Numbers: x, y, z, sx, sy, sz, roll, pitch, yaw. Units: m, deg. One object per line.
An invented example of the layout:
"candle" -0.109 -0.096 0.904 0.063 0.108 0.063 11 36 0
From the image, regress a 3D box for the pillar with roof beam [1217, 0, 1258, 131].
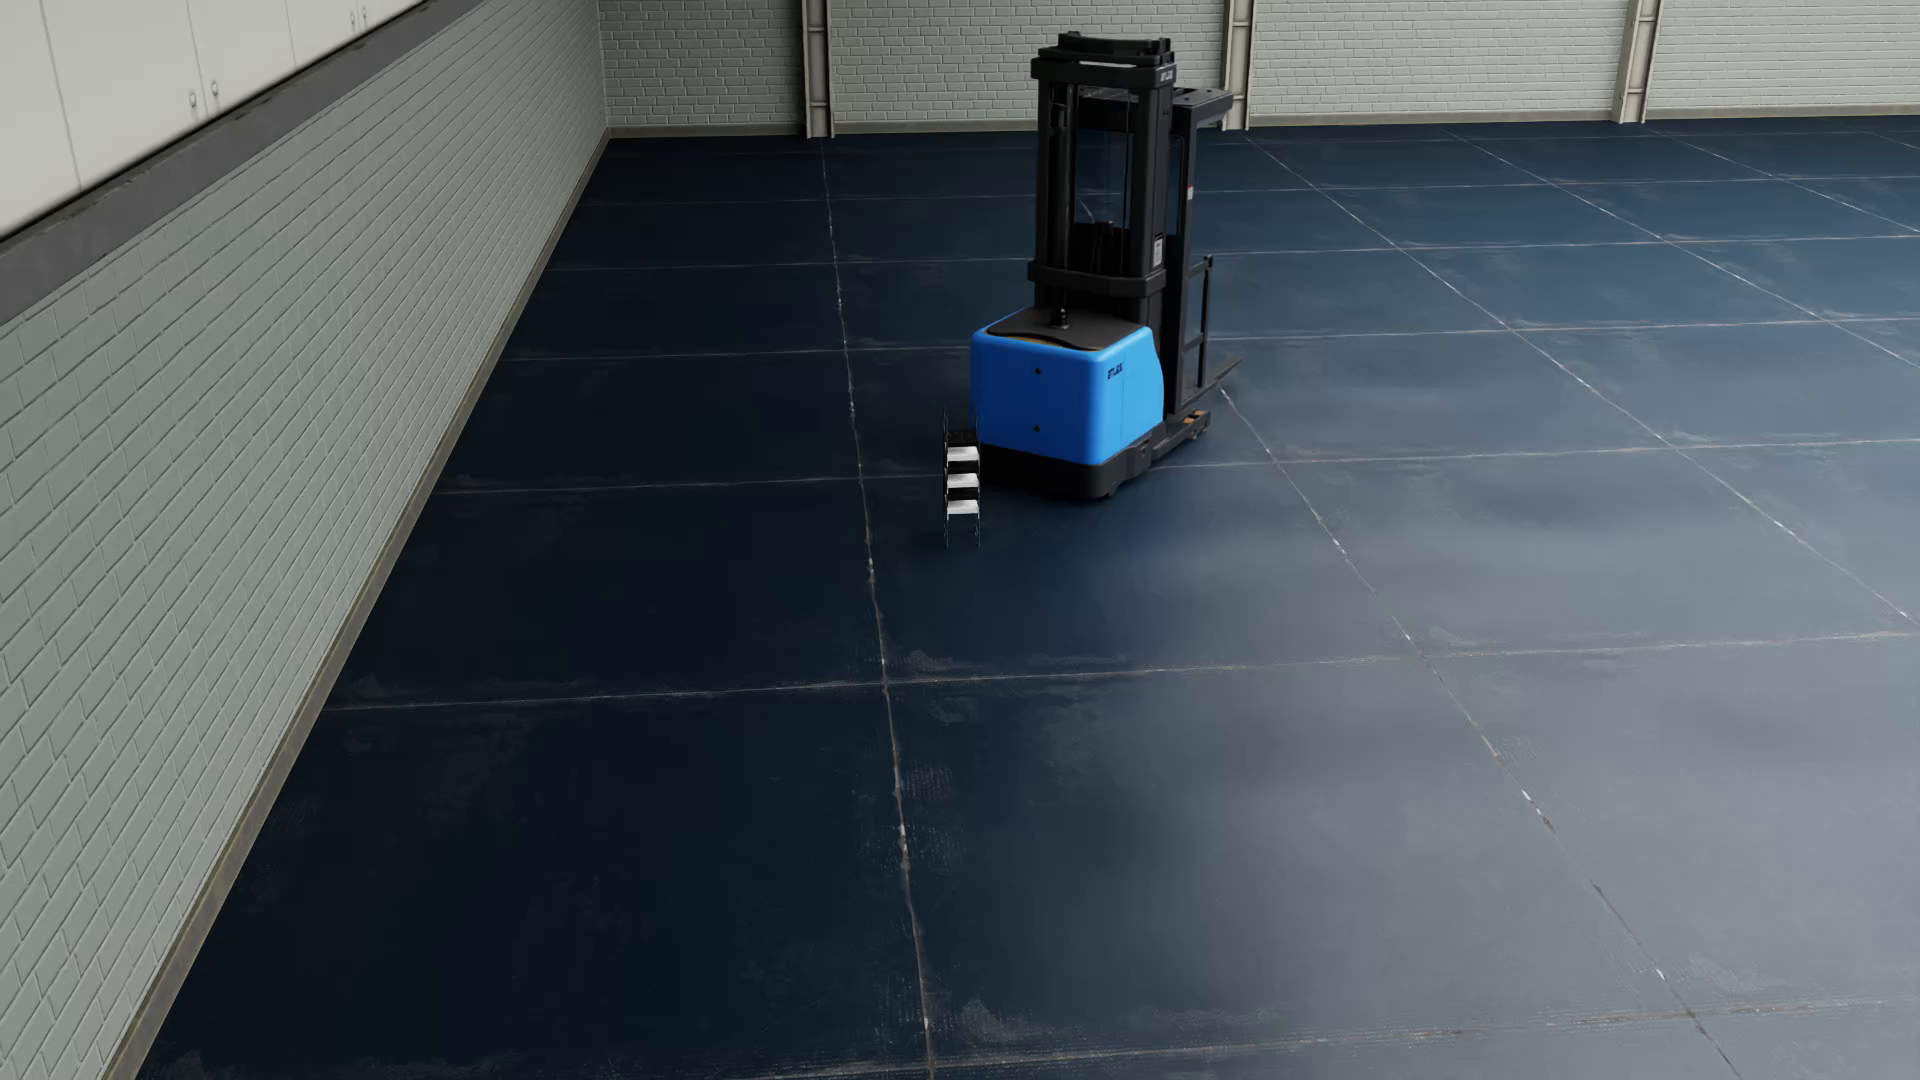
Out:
"pillar with roof beam" 4.403 -8.377 18.518 0.400 9.000 9.100 -2 24 -5

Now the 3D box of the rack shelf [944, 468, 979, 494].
"rack shelf" 0.008 -0.381 10.581 0.200 0.077 0.258 -2 24 -5

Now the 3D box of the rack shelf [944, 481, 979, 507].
"rack shelf" 0.008 -0.299 10.618 0.200 0.077 0.258 -2 24 -5

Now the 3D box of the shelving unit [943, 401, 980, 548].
"shelving unit" 0.008 -0.412 10.568 0.210 0.900 0.258 -2 24 -5

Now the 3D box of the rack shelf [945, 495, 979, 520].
"rack shelf" 0.008 -0.217 10.655 0.200 0.077 0.258 -2 24 -5

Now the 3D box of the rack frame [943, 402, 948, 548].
"rack frame" -0.093 -0.407 10.559 0.006 0.900 0.240 -2 24 -5

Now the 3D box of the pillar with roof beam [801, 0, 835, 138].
"pillar with roof beam" -1.568 -8.138 17.979 0.400 9.000 9.100 -2 24 -5

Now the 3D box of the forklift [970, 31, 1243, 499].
"forklift" 1.244 -2.172 12.027 1.130 2.935 3.031 14 27 28

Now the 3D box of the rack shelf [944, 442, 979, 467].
"rack shelf" 0.008 -0.546 10.508 0.200 0.077 0.258 -2 24 -5

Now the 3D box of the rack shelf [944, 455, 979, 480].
"rack shelf" 0.008 -0.463 10.545 0.200 0.077 0.258 -2 24 -5

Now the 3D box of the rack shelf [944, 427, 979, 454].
"rack shelf" 0.008 -0.628 10.472 0.200 0.077 0.258 -2 24 -5

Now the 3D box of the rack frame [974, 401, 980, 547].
"rack frame" 0.109 -0.416 10.577 0.006 0.900 0.240 -2 24 -5

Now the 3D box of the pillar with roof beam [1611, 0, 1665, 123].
"pillar with roof beam" 10.374 -8.617 19.057 0.400 9.000 9.100 -2 24 -5
